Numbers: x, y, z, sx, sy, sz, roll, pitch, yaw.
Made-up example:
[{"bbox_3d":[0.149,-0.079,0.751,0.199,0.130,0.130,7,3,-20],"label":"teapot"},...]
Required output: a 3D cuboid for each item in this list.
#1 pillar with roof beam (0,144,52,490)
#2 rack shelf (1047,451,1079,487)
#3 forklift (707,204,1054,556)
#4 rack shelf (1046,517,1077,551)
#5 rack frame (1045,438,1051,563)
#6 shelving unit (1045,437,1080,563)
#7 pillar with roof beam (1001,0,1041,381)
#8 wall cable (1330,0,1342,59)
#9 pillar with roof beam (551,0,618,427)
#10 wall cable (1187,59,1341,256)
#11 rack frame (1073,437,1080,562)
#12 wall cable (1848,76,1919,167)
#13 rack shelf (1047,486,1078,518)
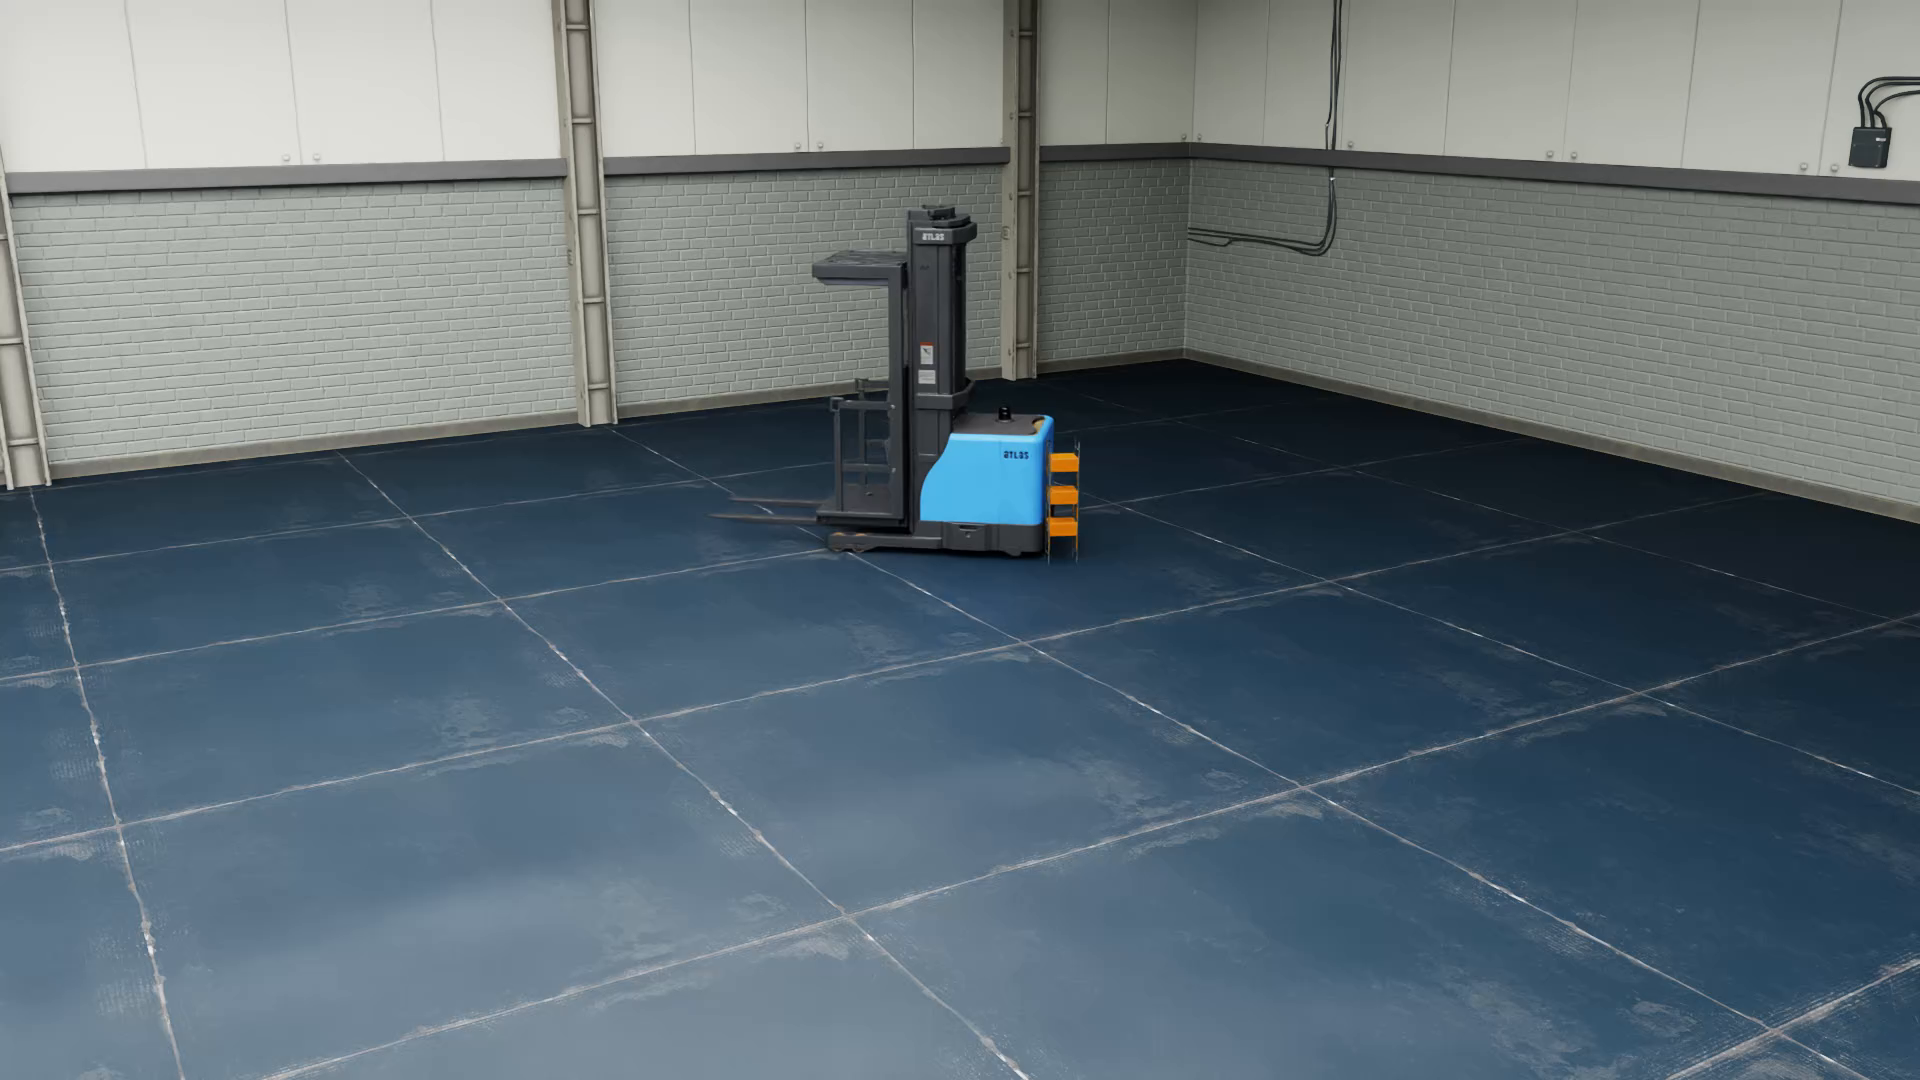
[{"bbox_3d":[-7.261,-3.903,12.163,0.400,9.000,9.100,-9,18,-30],"label":"pillar with roof beam"},{"bbox_3d":[0.870,-0.602,14.101,0.240,0.259,0.215,-1,16,-5],"label":"rack shelf"},{"bbox_3d":[-0.711,-1.438,14.609,3.031,2.935,1.130,2,16,9],"label":"forklift"},{"bbox_3d":[0.869,-0.061,14.252,0.240,0.259,0.215,-1,16,-5],"label":"rack shelf"},{"bbox_3d":[0.748,-0.336,14.163,0.008,1.050,0.200,-1,16,-5],"label":"rack frame"},{"bbox_3d":[0.869,-0.339,14.175,0.252,1.050,0.215,-1,16,-5],"label":"shelving unit"},{"bbox_3d":[3.025,-5.572,18.114,0.400,9.000,9.100,-9,18,-30],"label":"pillar with roof beam"},{"bbox_3d":[5.408,-6.982,19.541,0.112,2.526,3.097,-9,18,-30],"label":"wall cable"},{"bbox_3d":[-2.118,-4.737,15.138,0.400,9.000,9.100,-9,18,-30],"label":"pillar with roof beam"},{"bbox_3d":[4.014,-5.176,22.455,0.112,2.526,3.097,-9,18,-30],"label":"wall cable"},{"bbox_3d":[0.991,-0.342,14.186,0.008,1.050,0.200,-1,16,-5],"label":"rack frame"},{"bbox_3d":[8.890,-6.110,13.734,0.169,6.003,2.305,-9,18,-30],"label":"wall cable"},{"bbox_3d":[0.869,-0.329,14.177,0.240,0.259,0.215,-1,16,-5],"label":"rack shelf"}]
